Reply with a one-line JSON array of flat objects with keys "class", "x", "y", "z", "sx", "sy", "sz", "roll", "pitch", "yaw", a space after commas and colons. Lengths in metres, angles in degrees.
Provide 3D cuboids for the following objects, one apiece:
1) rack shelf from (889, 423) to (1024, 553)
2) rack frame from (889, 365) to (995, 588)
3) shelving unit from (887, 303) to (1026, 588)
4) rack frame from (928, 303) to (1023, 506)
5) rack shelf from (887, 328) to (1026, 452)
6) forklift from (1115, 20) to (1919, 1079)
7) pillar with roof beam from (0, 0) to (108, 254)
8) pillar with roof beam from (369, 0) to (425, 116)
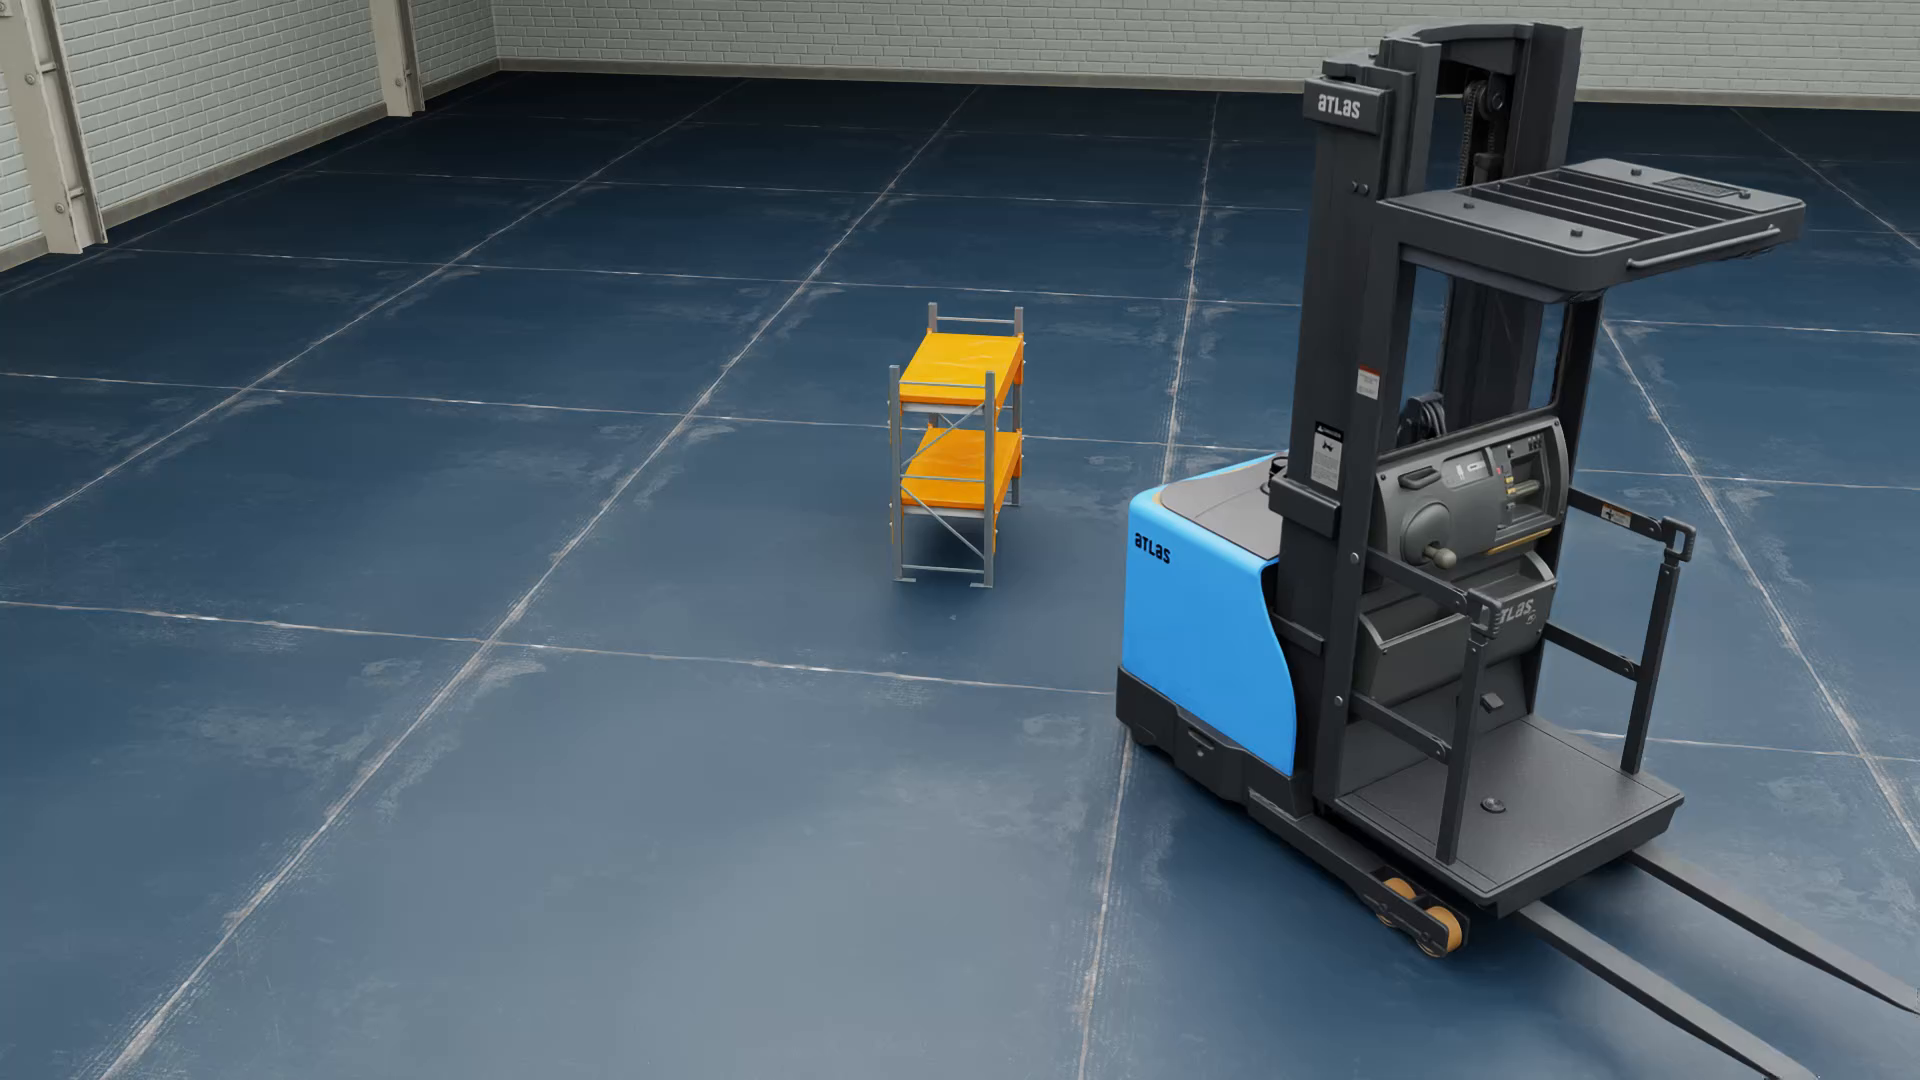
[{"class": "rack shelf", "x": -0.001, "y": -0.285, "z": 8.609, "sx": 0.538, "sy": 0.278, "sz": 1.000, "roll": 4, "pitch": 25, "yaw": 9}, {"class": "rack frame", "x": -0.084, "y": -0.294, "z": 8.051, "sx": 0.500, "sy": 1.125, "sz": 0.032, "roll": 4, "pitch": 25, "yaw": 9}, {"class": "shelving unit", "x": -0.001, "y": -0.507, "z": 8.505, "sx": 0.538, "sy": 1.125, "sz": 1.048, "roll": 4, "pitch": 25, "yaw": 9}, {"class": "rack frame", "x": 0.082, "y": -0.719, "z": 8.960, "sx": 0.500, "sy": 1.125, "sz": 0.032, "roll": 4, "pitch": 25, "yaw": 9}, {"class": "rack shelf", "x": -0.001, "y": -0.772, "z": 8.381, "sx": 0.538, "sy": 0.278, "sz": 1.000, "roll": 4, "pitch": 25, "yaw": 9}, {"class": "forklift", "x": 1.894, "y": -0.132, "z": 5.575, "sx": 1.130, "sy": 2.935, "sz": 3.031, "roll": -16, "pitch": 29, "yaw": -30}, {"class": "pillar with roof beam", "x": -3.201, "y": -6.250, "z": 11.487, "sx": 9.100, "sy": 9.000, "sz": 0.400, "roll": 4, "pitch": 25, "yaw": 9}, {"class": "pillar with roof beam", "x": -2.220, "y": -8.759, "z": 16.848, "sx": 9.100, "sy": 9.000, "sz": 0.400, "roll": 4, "pitch": 25, "yaw": 9}]
